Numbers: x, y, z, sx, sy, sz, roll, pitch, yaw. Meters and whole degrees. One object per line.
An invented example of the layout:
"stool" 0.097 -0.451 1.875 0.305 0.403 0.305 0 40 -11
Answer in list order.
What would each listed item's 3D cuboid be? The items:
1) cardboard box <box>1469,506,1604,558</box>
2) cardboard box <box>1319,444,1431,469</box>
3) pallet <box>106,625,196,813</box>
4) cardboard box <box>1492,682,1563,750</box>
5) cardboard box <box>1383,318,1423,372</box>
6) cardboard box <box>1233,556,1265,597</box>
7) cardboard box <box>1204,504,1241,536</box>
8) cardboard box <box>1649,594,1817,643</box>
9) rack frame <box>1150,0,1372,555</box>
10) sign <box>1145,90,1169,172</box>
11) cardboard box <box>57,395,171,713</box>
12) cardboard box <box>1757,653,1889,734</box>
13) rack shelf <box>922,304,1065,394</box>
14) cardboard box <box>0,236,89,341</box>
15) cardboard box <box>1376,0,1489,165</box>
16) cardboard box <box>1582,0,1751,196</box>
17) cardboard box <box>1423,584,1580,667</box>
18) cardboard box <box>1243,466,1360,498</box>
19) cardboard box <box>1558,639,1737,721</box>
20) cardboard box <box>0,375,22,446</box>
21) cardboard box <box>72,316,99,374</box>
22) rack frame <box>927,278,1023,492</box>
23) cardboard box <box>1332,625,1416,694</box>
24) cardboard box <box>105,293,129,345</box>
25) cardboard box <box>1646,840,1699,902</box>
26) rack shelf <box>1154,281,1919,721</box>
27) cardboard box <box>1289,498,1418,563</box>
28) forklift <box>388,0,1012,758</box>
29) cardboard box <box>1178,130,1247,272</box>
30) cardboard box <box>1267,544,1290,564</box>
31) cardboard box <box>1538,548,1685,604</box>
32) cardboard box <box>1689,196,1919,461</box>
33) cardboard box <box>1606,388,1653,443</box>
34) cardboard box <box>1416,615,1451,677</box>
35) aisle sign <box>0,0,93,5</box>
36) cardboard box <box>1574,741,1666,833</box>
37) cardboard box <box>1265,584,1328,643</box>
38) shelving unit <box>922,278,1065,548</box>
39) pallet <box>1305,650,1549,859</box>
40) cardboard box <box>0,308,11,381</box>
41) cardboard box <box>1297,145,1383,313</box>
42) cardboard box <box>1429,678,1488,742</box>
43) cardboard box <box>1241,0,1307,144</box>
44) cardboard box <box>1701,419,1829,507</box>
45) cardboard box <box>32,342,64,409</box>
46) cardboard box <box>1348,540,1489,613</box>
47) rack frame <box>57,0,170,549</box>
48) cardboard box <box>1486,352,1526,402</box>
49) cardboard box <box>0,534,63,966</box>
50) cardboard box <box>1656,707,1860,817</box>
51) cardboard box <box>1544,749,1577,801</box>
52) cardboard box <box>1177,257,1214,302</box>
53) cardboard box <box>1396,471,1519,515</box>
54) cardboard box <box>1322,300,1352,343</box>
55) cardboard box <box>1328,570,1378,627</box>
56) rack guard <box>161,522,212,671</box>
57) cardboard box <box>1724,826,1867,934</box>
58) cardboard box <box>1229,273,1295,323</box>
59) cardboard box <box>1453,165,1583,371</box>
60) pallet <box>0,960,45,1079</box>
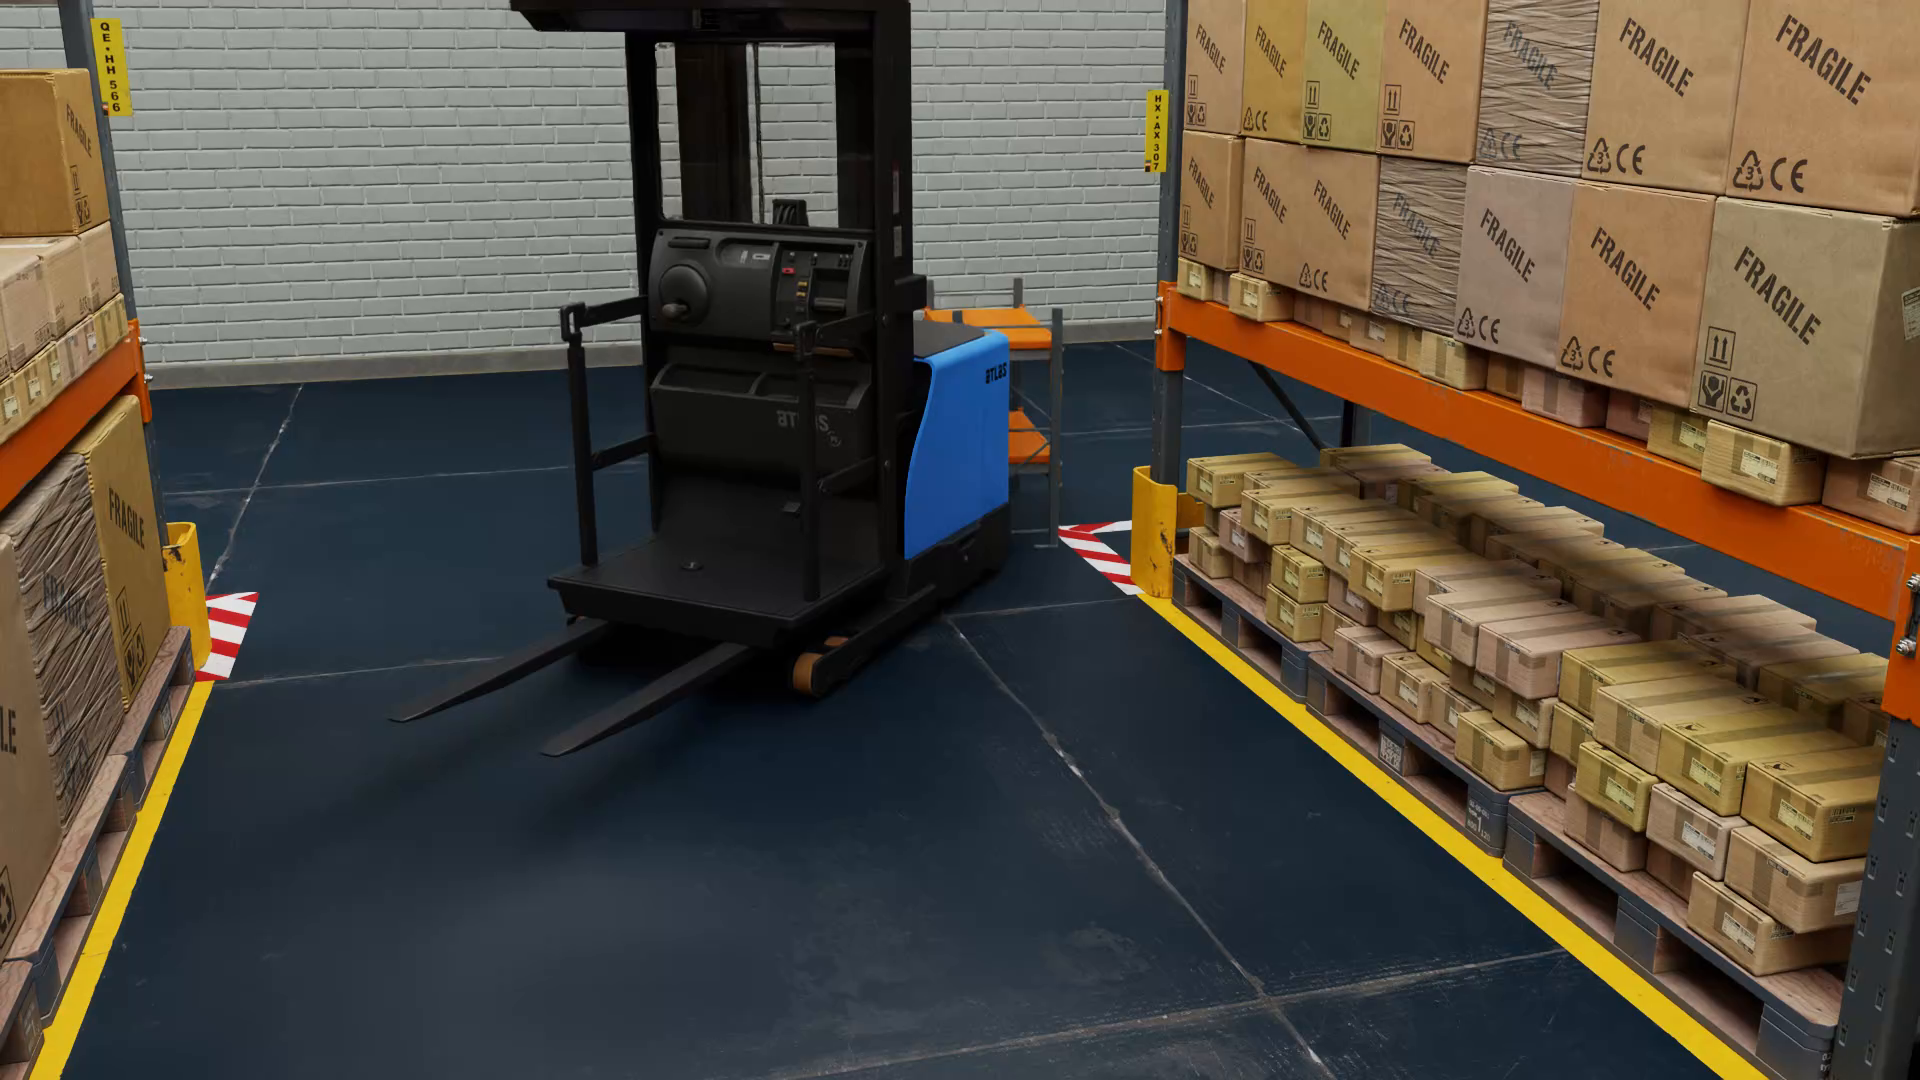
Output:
"cardboard box" 2.061 -0.007 5.954 0.380 0.149 0.250 -4 17 -13
"cardboard box" 1.716 -0.290 6.893 0.380 0.149 0.250 -4 17 -15
"pallet" -3.175 0.619 5.523 1.003 0.211 1.213 -5 17 -15
"cardboard box" 1.793 0.478 4.854 0.380 0.149 0.250 -4 17 -14
"cardboard box" 1.578 -0.632 5.278 0.380 0.149 0.250 -4 17 -13
"cardboard box" 1.314 0.105 6.613 0.380 0.149 0.250 -5 17 -15
"cardboard box" 1.224 -0.108 6.807 0.380 0.149 0.250 -4 17 -13
"cardboard box" 2.310 0.285 4.982 0.380 0.149 0.250 -4 17 -14
"rack frame" 1.327 -1.295 7.050 1.000 3.000 0.127 -5 17 -15
"sign" 0.805 -1.667 6.782 0.100 0.325 0.005 -5 17 -15
"cardboard box" -3.217 0.056 5.514 0.875 0.875 0.875 -5 17 -15
"cardboard box" 2.395 0.432 4.492 0.380 0.149 0.250 -5 17 -16
"rack shelf" 0.143 -0.926 8.061 0.538 0.278 1.000 -2 17 -8
"cardboard box" -2.943 -0.748 4.973 0.500 0.250 0.500 -5 17 -16
"cardboard box" 1.605 -1.394 4.949 0.500 0.500 0.500 -5 18 -17
"cardboard box" 1.890 -1.109 4.002 0.500 0.500 0.500 -5 18 -17
"cardboard box" 1.649 0.258 5.071 0.380 0.149 0.250 -5 18 -17
"cardboard box" 1.336 -0.177 6.520 0.380 0.149 0.250 -4 17 -14
"cardboard box" 1.898 0.399 4.601 0.380 0.149 0.250 -4 17 -13
"cardboard box" -2.636 -0.315 4.225 0.380 0.149 0.250 -4 17 -14
"cardboard box" -2.914 -0.597 5.161 0.380 0.149 0.250 -5 17 -15
"rack frame" 0.071 -0.790 8.627 0.500 1.125 0.032 -2 17 -8
"cardboard box" 1.500 0.392 5.660 0.380 0.149 0.250 -6 18 -18
"cardboard box" -3.056 -0.738 5.632 0.380 0.149 0.250 -4 17 -14
"cardboard box" 2.000 0.815 4.249 0.380 0.149 0.250 -4 17 -14
"rack shelf" 1.876 -0.397 5.312 1.077 0.370 4.000 -5 17 -15
"cardboard box" 1.429 -0.035 6.048 0.380 0.149 0.250 -6 18 -18
"forklift" -0.863 -0.973 6.097 1.130 2.935 3.031 8 18 25
"cardboard box" 1.185 -1.340 6.507 0.500 0.500 0.500 -4 17 -13
"cardboard box" 1.397 0.033 6.338 0.380 0.149 0.250 -4 17 -15
"cardboard box" 2.126 0.145 5.448 0.380 0.149 0.250 -5 17 -15
"cardboard box" 2.021 -0.491 3.680 0.500 0.500 0.500 -5 17 -15
"cardboard box" 1.926 -0.347 4.330 0.380 0.149 0.250 -5 17 -17
"cardboard box" 1.707 0.325 5.363 0.380 0.149 0.250 -4 17 -13
"aisle sign" -3.201 -2.220 5.609 0.394 0.787 0.004 -5 17 -15
"cardboard box" 1.857 0.624 4.368 0.380 0.149 0.250 -5 18 -17
"cardboard box" 1.353 0.253 6.122 0.380 0.149 0.250 -4 17 -15
"shelving unit" 0.143 -0.645 8.145 0.538 1.125 1.048 -2 17 -8
"pallet" 1.869 0.626 5.502 1.003 0.211 1.213 -5 17 -15
"cardboard box" -2.656 -0.464 4.025 0.500 0.250 0.500 -5 17 -15
"cardboard box" 1.479 -1.057 5.566 0.500 0.500 0.500 -4 17 -15
"cardboard box" 1.699 0.530 5.199 0.380 0.149 0.250 -4 17 -14
"cardboard box" 1.340 -1.680 5.903 0.500 0.500 0.500 -4 17 -14
"cardboard box" 1.947 -0.192 3.813 0.380 0.149 0.250 -5 17 -17
"cardboard box" -2.773 -0.456 4.692 0.380 0.149 0.250 -5 17 -16
"cardboard box" 1.525 0.118 5.535 0.380 0.149 0.250 -4 17 -14
"rack frame" -3.470 -0.931 5.838 1.000 3.000 0.127 -5 17 -15
"cardboard box" 1.762 -0.491 4.809 0.380 0.149 0.250 -5 17 -16
"cardboard box" -2.723 0.554 3.857 0.875 0.875 0.875 -5 17 -15
"cardboard box" 1.970 0.545 4.115 0.380 0.149 0.250 -4 17 -15
"cardboard box" 1.909 0.665 4.750 0.380 0.149 0.250 -5 17 -17
"cardboard box" 1.101 -1.059 6.701 0.380 0.149 0.250 -5 17 -16
"cardboard box" 1.923 -0.154 6.442 0.380 0.149 0.250 -5 17 -16
"cardboard box" 1.487 -0.776 5.757 0.380 0.149 0.250 -5 17 -16
"cardboard box" 1.528 0.178 5.854 0.380 0.149 0.250 -6 18 -18
"rack guard" -3.477 0.259 6.219 1.175 0.500 0.348 -5 17 -15
"cardboard box" 2.034 0.771 3.880 0.380 0.149 0.250 -4 17 -14
"cardboard box" 1.233 -0.914 6.216 0.380 0.149 0.250 -5 17 -17
"cardboard box" 1.744 -0.772 4.617 0.500 0.500 0.500 -5 17 -16
"pallet" -2.504 1.294 3.276 1.003 0.211 1.213 -5 17 -15
